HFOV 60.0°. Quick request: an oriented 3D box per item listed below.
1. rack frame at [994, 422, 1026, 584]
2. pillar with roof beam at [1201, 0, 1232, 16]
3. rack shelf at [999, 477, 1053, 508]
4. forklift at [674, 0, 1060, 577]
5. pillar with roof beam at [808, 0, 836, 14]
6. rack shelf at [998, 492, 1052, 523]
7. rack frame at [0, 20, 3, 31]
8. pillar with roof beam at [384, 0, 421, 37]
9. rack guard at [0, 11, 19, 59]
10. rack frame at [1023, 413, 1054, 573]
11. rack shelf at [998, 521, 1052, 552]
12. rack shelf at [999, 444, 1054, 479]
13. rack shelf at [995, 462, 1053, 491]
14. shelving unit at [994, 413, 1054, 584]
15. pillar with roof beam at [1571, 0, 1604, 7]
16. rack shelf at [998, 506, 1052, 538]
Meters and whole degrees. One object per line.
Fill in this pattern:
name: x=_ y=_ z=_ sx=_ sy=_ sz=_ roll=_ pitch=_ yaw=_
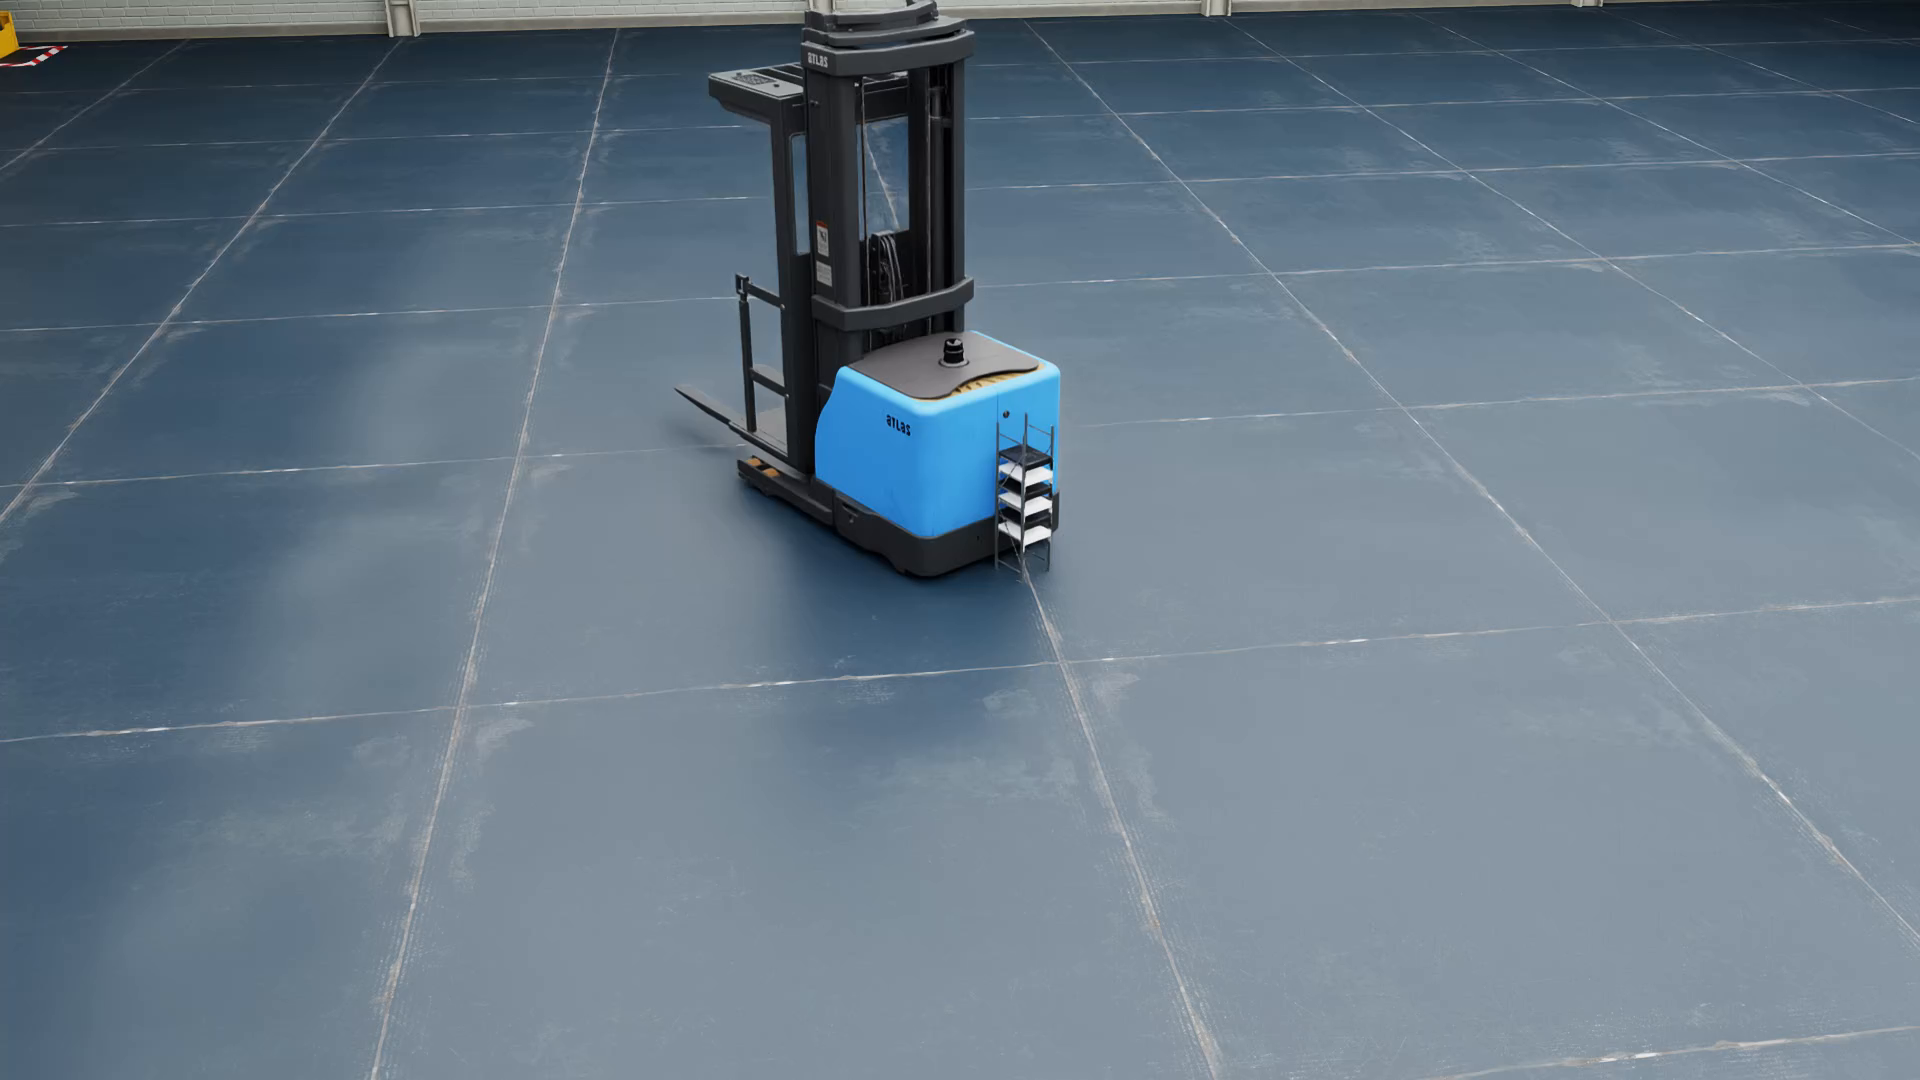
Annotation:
rack frame: x=0.274 y=-0.199 z=9.151 sx=0.006 sy=0.900 sz=0.240 roll=-20 pitch=33 yaw=-34
pillar with roof beam: x=4.505 y=-10.089 z=19.556 sx=0.400 sy=9.000 sz=9.100 roll=-4 pitch=27 yaw=-7
rack shelf: x=0.353 y=-0.278 z=9.182 sx=0.200 sy=0.077 sz=0.258 roll=-20 pitch=33 yaw=-34
forklift: x=-0.735 y=-1.706 z=9.865 sx=1.130 sy=2.935 sz=3.031 roll=-20 pitch=33 yaw=-34
pillar with roof beam: x=-1.436 y=-9.708 z=18.812 sx=0.400 sy=9.000 sz=9.100 roll=-4 pitch=27 yaw=-7
rack shelf: x=0.353 y=-0.198 z=9.223 sx=0.200 sy=0.077 sz=0.258 roll=-20 pitch=33 yaw=-34
rack frame: x=-13.104 y=-7.858 z=21.779 sx=0.127 sy=3.000 sz=1.000 roll=-4 pitch=27 yaw=-7
pillar with roof beam: x=-7.378 y=-9.326 z=18.068 sx=0.400 sy=9.000 sz=9.100 roll=-4 pitch=27 yaw=-7
rack guard: x=-13.080 y=-6.748 z=22.353 sx=0.348 sy=0.500 sz=1.175 roll=-4 pitch=27 yaw=-7
rack frame: x=0.432 y=-0.257 z=9.264 sx=0.006 sy=0.900 sz=0.240 roll=-20 pitch=33 yaw=-34
rack shelf: x=0.353 y=-0.038 z=9.305 sx=0.200 sy=0.077 sz=0.258 roll=-20 pitch=33 yaw=-34
rack shelf: x=0.353 y=-0.438 z=9.099 sx=0.200 sy=0.077 sz=0.258 roll=-20 pitch=33 yaw=-34
rack shelf: x=0.353 y=-0.358 z=9.140 sx=0.200 sy=0.077 sz=0.258 roll=-20 pitch=33 yaw=-34
shelving unit: x=0.353 y=-0.228 z=9.208 sx=0.210 sy=0.900 sz=0.258 roll=-20 pitch=33 yaw=-34
pillar with roof beam: x=10.447 y=-10.471 z=20.300 sx=0.400 sy=9.000 sz=9.100 roll=-4 pitch=27 yaw=-7
rack shelf: x=0.353 y=-0.118 z=9.264 sx=0.200 sy=0.077 sz=0.258 roll=-20 pitch=33 yaw=-34
